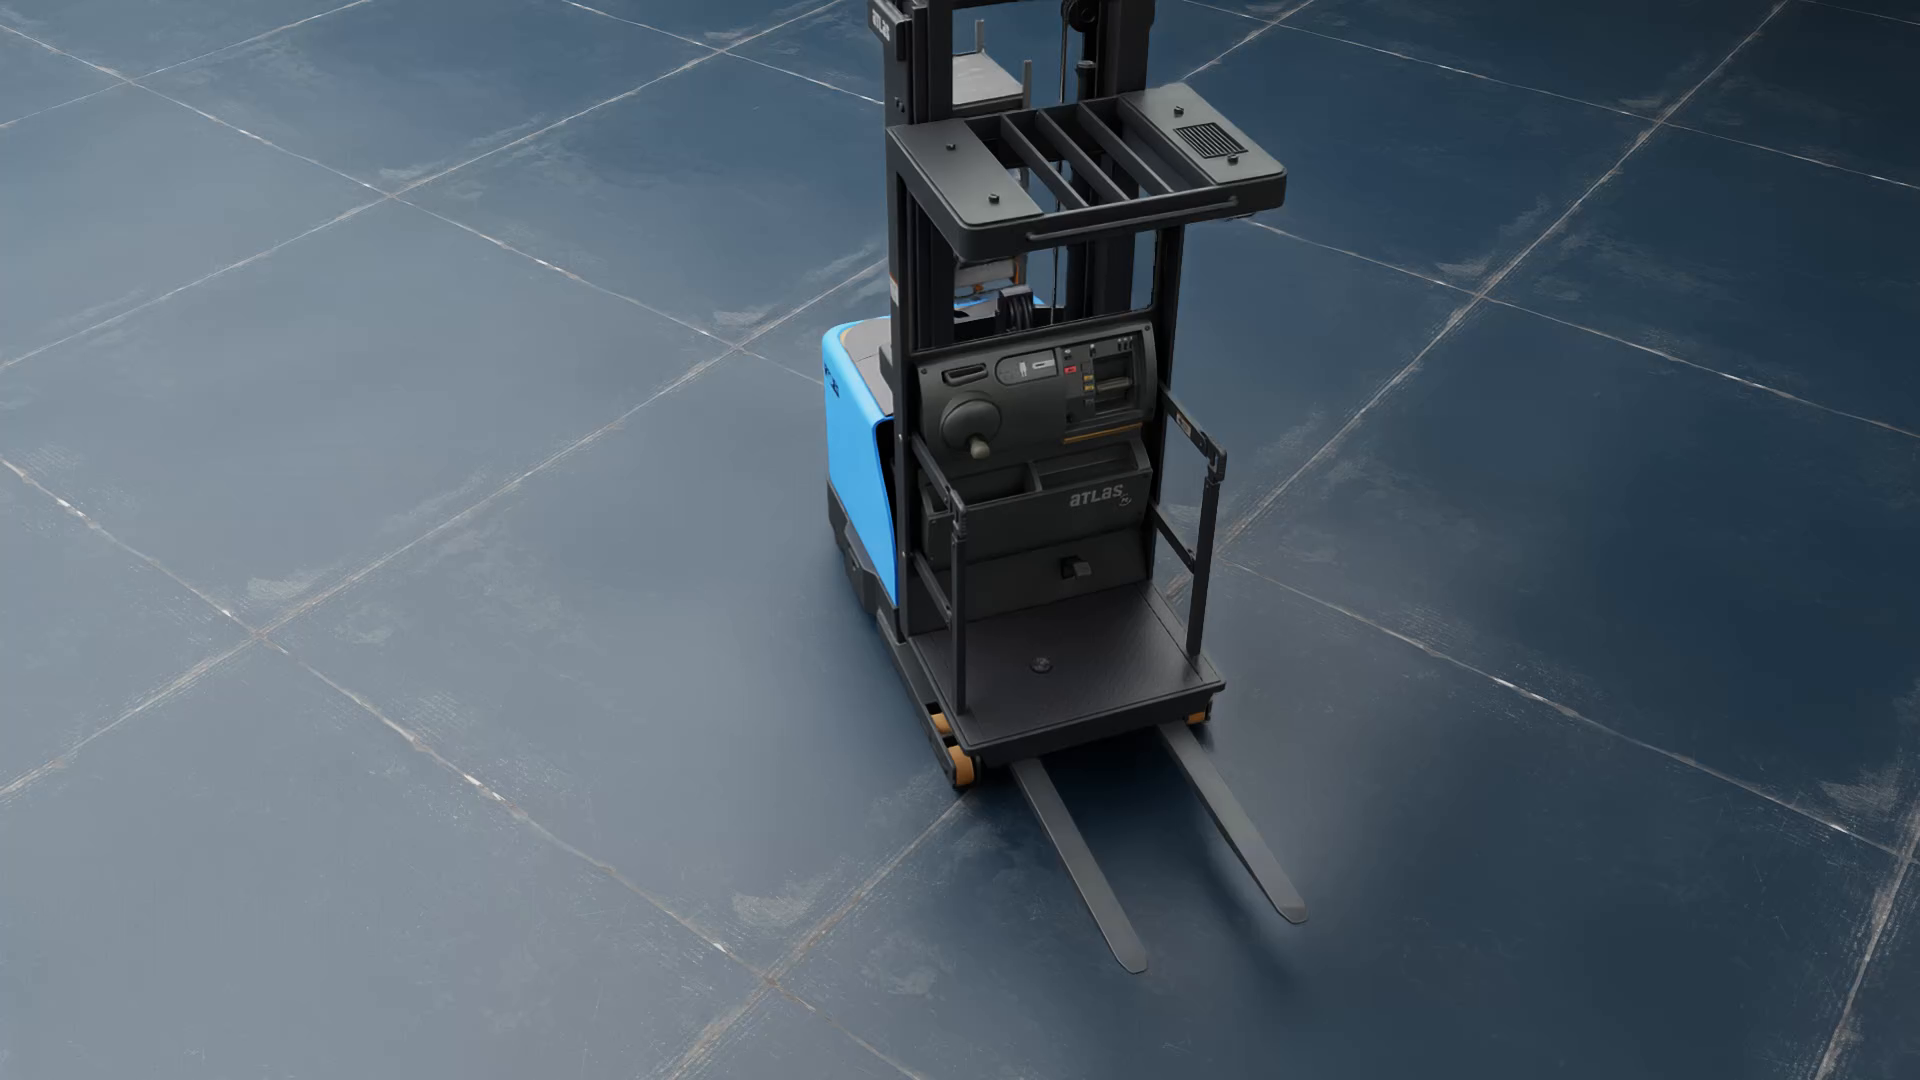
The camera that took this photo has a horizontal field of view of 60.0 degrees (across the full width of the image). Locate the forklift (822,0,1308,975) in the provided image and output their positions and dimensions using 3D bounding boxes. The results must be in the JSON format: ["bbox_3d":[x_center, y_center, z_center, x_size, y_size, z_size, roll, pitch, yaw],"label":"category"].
[{"bbox_3d":[0.369,-0.479,5.984,1.130,2.935,3.031,-13,40,-16],"label":"forklift"}]

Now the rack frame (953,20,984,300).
[{"bbox_3d":[-0.082,-1.386,7.817,0.400,2.100,0.015,-15,40,-18],"label":"rack frame"}]

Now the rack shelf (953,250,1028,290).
[{"bbox_3d":[0.014,-1.237,7.649,0.431,0.518,0.480,-15,40,-18],"label":"rack shelf"}]

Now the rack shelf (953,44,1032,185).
[{"bbox_3d":[0.014,-1.788,7.217,0.431,0.518,0.480,-15,40,-18],"label":"rack shelf"}]

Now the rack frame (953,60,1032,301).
[{"bbox_3d":[0.110,-1.110,7.464,0.400,2.100,0.015,-15,40,-18],"label":"rack frame"}]

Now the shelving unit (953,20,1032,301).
[{"bbox_3d":[0.014,-1.248,7.641,0.431,2.100,0.503,-15,40,-18],"label":"shelving unit"}]
